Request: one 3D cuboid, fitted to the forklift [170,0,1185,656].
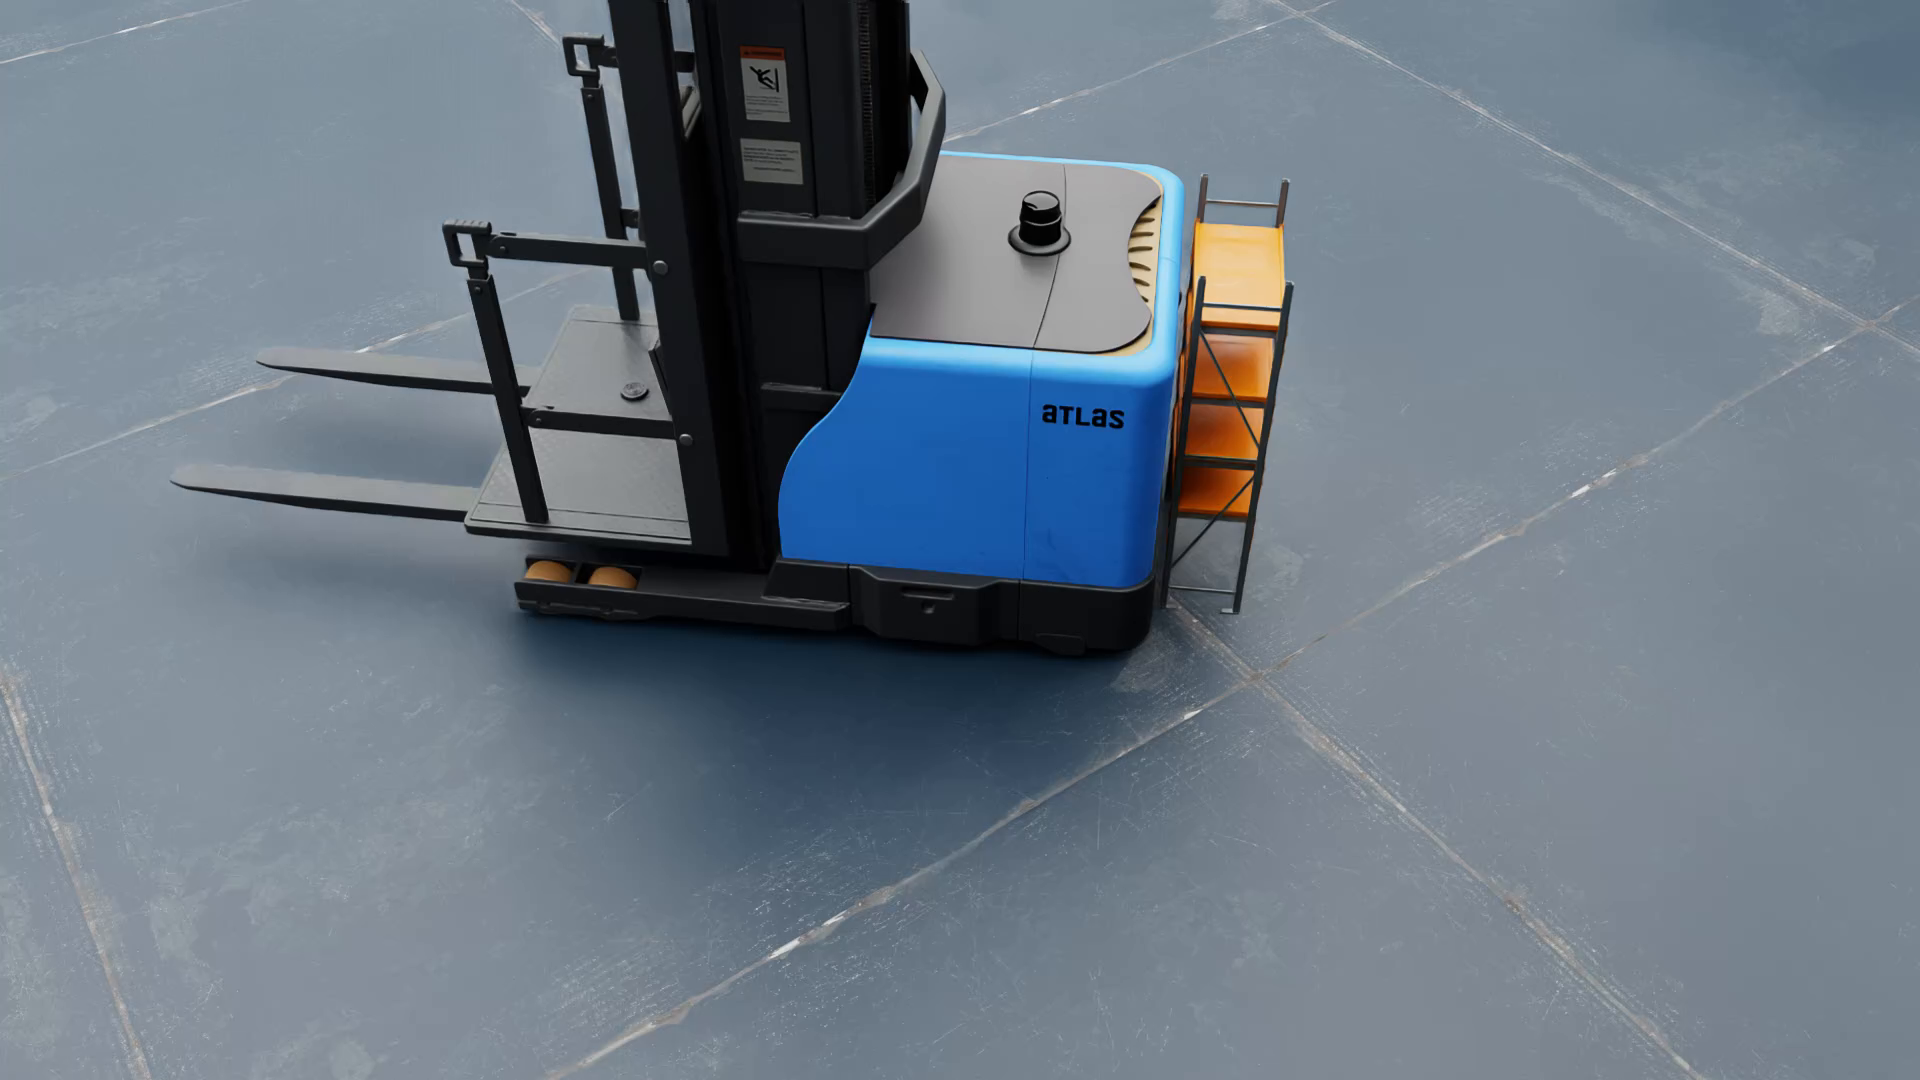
[{"bbox_3d":[-0.891,-1.175,4.358,3.031,2.935,1.130,5,44,5],"label":"forklift"}]

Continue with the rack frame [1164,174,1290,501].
[{"bbox_3d":[0.781,-0.557,4.964,0.240,1.200,0.015,5,44,5],"label":"rack frame"}]

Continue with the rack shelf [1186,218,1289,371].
[{"bbox_3d":[0.752,-0.674,4.518,0.258,0.148,0.480,5,44,5],"label":"rack shelf"}]

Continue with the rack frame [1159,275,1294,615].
[{"bbox_3d":[0.723,-0.222,4.614,0.240,1.200,0.015,5,44,5],"label":"rack frame"}]

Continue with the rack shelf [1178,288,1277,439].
[{"bbox_3d":[0.752,-0.503,4.681,0.258,0.148,0.480,5,44,5],"label":"rack shelf"}]

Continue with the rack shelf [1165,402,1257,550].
[{"bbox_3d":[0.752,-0.197,4.973,0.258,0.148,0.480,5,44,5],"label":"rack shelf"}]

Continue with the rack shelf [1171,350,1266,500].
[{"bbox_3d":[0.752,-0.341,4.836,0.258,0.148,0.480,5,44,5],"label":"rack shelf"}]

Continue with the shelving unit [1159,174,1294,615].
[{"bbox_3d":[0.752,-0.390,4.789,0.258,1.200,0.503,5,44,5],"label":"shelving unit"}]
